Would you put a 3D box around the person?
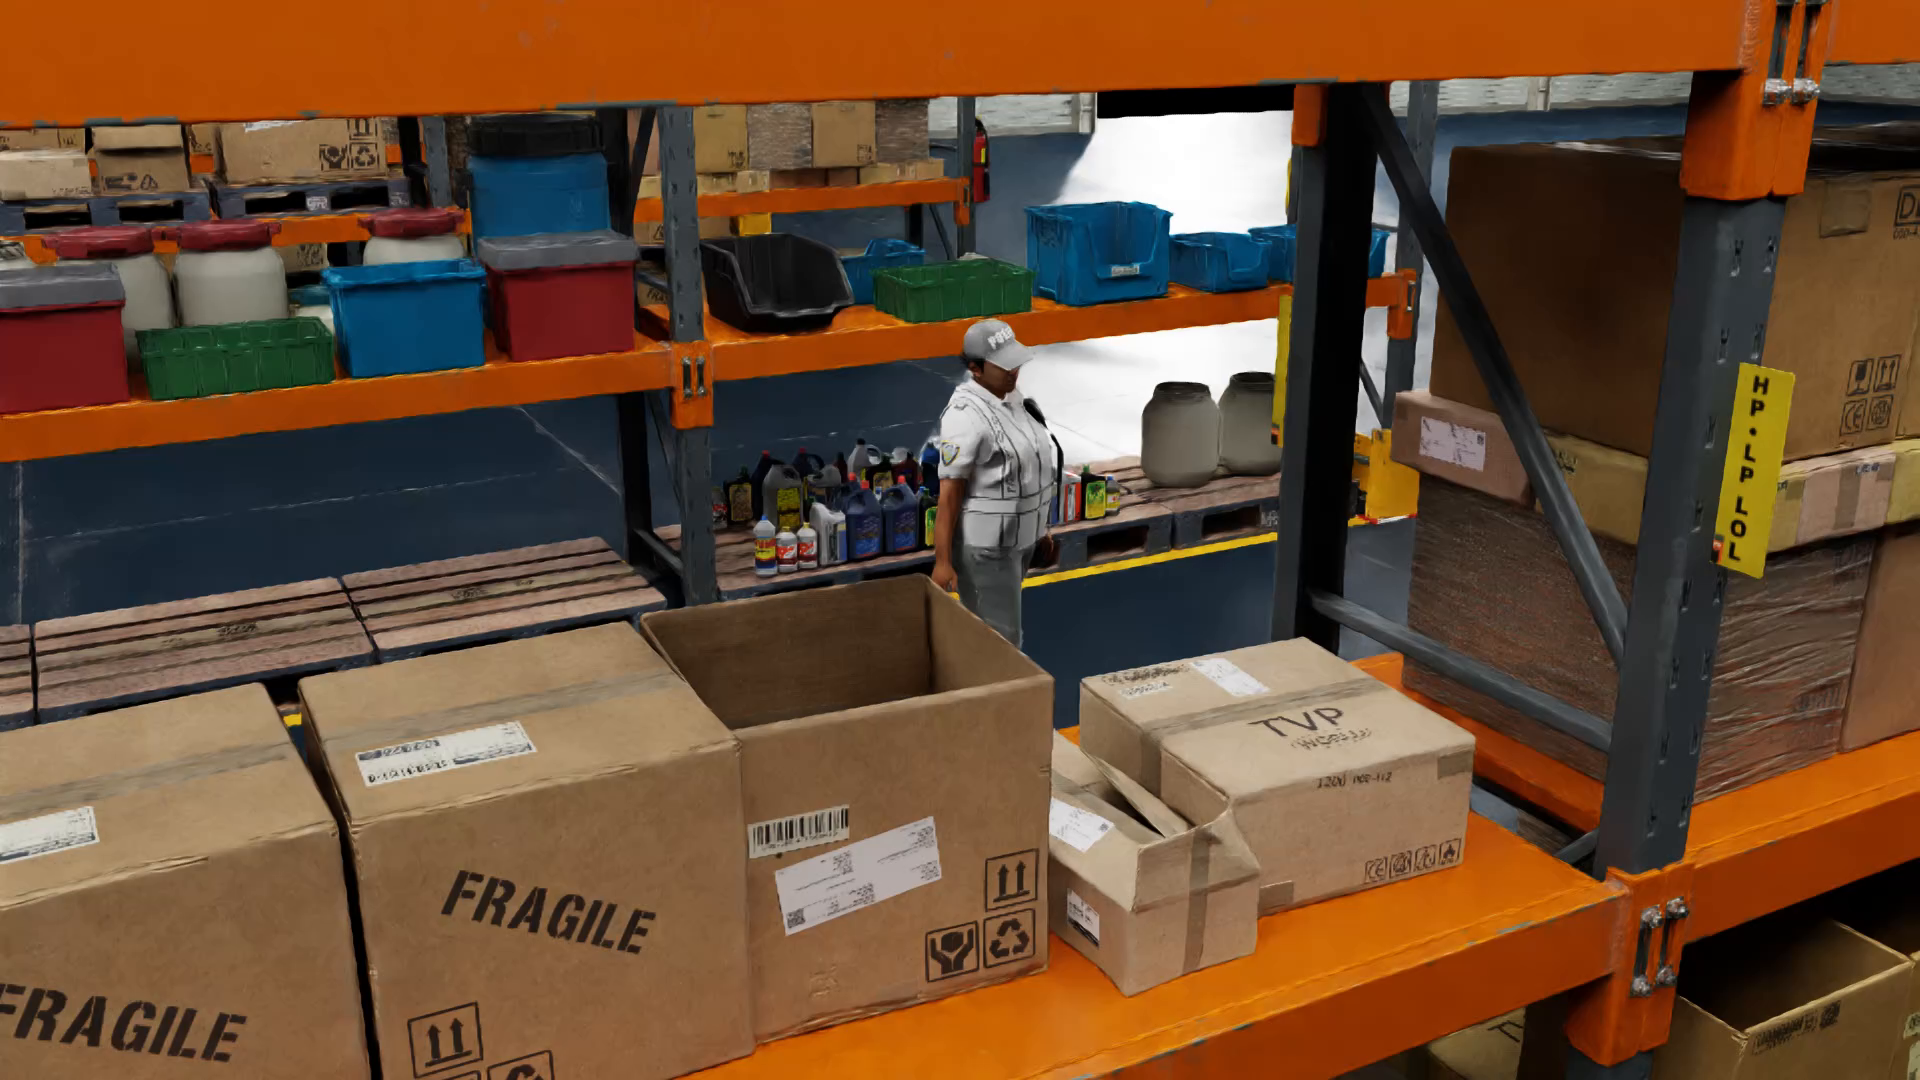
[{"bbox_3d":[0.078,0.000,6.070,0.659,1.655,0.603,9,20,24],"label":"person"}]
